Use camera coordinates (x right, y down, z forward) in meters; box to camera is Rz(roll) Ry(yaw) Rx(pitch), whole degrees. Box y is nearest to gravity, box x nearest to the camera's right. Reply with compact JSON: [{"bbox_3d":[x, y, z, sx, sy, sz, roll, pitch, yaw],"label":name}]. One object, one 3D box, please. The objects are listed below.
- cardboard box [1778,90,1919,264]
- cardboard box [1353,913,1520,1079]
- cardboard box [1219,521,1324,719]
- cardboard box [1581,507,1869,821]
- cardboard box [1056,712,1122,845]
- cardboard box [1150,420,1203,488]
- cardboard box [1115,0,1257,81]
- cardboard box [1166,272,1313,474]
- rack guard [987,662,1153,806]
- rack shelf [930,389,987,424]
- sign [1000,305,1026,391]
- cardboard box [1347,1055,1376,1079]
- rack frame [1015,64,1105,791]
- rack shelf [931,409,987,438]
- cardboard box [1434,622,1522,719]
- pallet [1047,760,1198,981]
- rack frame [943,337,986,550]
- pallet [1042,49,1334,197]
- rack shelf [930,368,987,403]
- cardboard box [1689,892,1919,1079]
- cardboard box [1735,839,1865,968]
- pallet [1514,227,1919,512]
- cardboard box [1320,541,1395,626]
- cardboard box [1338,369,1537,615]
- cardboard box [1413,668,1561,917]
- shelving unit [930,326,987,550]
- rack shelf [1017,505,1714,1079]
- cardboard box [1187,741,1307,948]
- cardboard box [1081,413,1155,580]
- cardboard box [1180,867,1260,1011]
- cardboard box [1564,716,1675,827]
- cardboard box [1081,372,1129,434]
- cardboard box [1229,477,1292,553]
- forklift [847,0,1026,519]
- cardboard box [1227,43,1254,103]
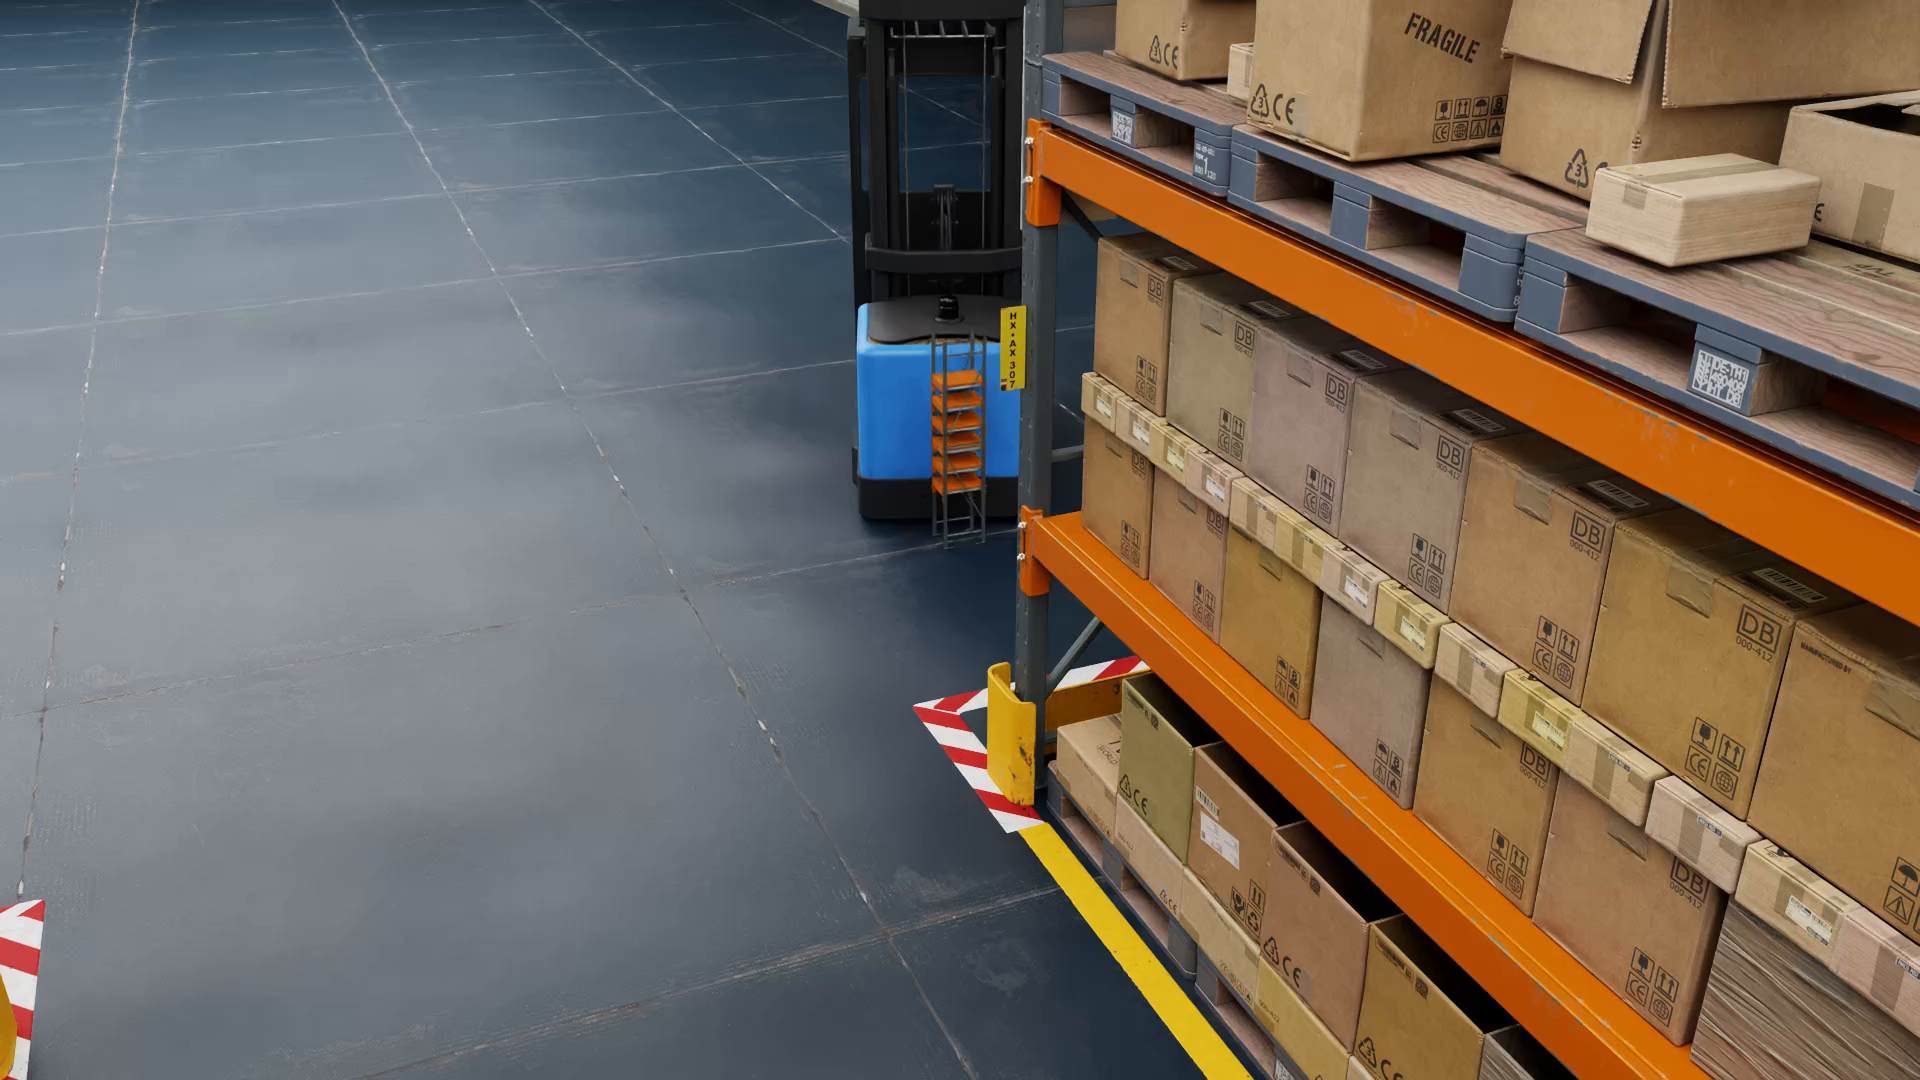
[{"bbox_3d":[2.112,-0.795,3.504,0.500,0.311,0.500,-12,29,-23],"label":"cardboard box"},{"bbox_3d":[1.511,1.386,4.793,0.500,0.500,0.500,-11,28,-21],"label":"cardboard box"},{"bbox_3d":[1.282,0.175,5.360,0.700,0.500,0.500,-10,28,-20],"label":"cardboard box"},{"bbox_3d":[1.899,0.221,3.785,0.700,0.500,0.500,-11,28,-21],"label":"cardboard box"},{"bbox_3d":[0.717,0.918,6.607,0.500,0.250,0.500,-11,28,-21],"label":"cardboard box"},{"bbox_3d":[0.869,-0.318,5.629,0.380,0.149,0.250,-10,28,-20],"label":"cardboard box"},{"bbox_3d":[0.933,-1.797,5.337,0.797,0.503,0.637,-9,27,-17],"label":"cardboard box"},{"bbox_3d":[1.114,-0.588,5.444,0.700,0.500,0.500,-11,28,-22],"label":"cardboard box"},{"bbox_3d":[0.702,0.730,7.186,1.175,0.500,0.348,-11,28,-21],"label":"rack guard"},{"bbox_3d":[-0.007,-0.717,8.906,0.258,0.103,0.180,-9,27,-18],"label":"rack shelf"},{"bbox_3d":[0.198,-0.715,6.220,0.100,0.325,0.005,-11,28,-21],"label":"sign"},{"bbox_3d":[1.499,1.725,4.953,0.500,0.250,0.500,-11,28,-21],"label":"cardboard box"},{"bbox_3d":[0.711,-0.384,6.617,1.000,3.000,0.127,-11,28,-21],"label":"rack frame"},{"bbox_3d":[-0.007,-0.610,8.959,0.258,0.103,0.180,-9,27,-18],"label":"rack shelf"},{"bbox_3d":[1.478,0.309,4.346,0.380,0.149,0.250,-10,28,-19],"label":"cardboard box"},{"bbox_3d":[1.049,1.171,6.611,1.003,0.211,1.213,-11,28,-21],"label":"pallet"},{"bbox_3d":[0.025,-0.504,8.915,0.240,1.200,0.006,-9,27,-18],"label":"rack frame"},{"bbox_3d":[0.964,-1.402,5.385,1.003,0.211,1.213,-11,28,-21],"label":"pallet"},{"bbox_3d":[-0.007,-0.825,8.853,0.258,0.103,0.180,-9,27,-18],"label":"rack shelf"},{"bbox_3d":[2.098,1.008,3.653,0.700,0.500,0.500,-11,28,-22],"label":"cardboard box"},{"bbox_3d":[1.879,0.721,3.500,0.380,0.149,0.250,-11,28,-22],"label":"cardboard box"},{"bbox_3d":[1.920,-0.417,3.367,1.003,0.211,1.213,-11,28,-21],"label":"pallet"},{"bbox_3d":[1.268,0.096,4.782,0.380,0.149,0.250,-10,28,-20],"label":"cardboard box"},{"bbox_3d":[1.509,-0.183,4.613,0.700,0.500,0.500,-11,28,-21],"label":"cardboard box"},{"bbox_3d":[1.693,0.593,4.503,0.700,0.500,0.500,-10,28,-20],"label":"cardboard box"},{"bbox_3d":[-0.007,-0.542,8.992,0.258,1.200,0.189,-9,27,-18],"label":"shelving unit"},{"bbox_3d":[1.495,0.747,5.121,1.077,0.370,4.000,-11,28,-21],"label":"rack shelf"},{"bbox_3d":[1.122,0.982,5.621,0.500,0.500,0.500,-11,28,-21],"label":"cardboard box"},{"bbox_3d":[0.882,-0.238,6.205,0.700,0.500,0.500,-11,28,-21],"label":"cardboard box"},{"bbox_3d":[1.111,1.321,5.781,0.500,0.250,0.500,-11,28,-21],"label":"cardboard box"},{"bbox_3d":[1.671,0.510,3.933,0.380,0.149,0.250,-11,28,-21],"label":"cardboard box"},{"bbox_3d":[0.667,-0.525,6.053,0.380,0.149,0.250,-11,28,-21],"label":"cardboard box"},{"bbox_3d":[1.073,-0.108,5.200,0.380,0.149,0.250,-12,28,-22],"label":"cardboard box"},{"bbox_3d":[-0.110,-2.042,10.091,1.130,2.935,3.031,-1,26,-2],"label":"forklift"},{"bbox_3d":[1.010,-1.365,4.857,0.380,0.149,0.250,-11,28,-21],"label":"cardboard box"}]
